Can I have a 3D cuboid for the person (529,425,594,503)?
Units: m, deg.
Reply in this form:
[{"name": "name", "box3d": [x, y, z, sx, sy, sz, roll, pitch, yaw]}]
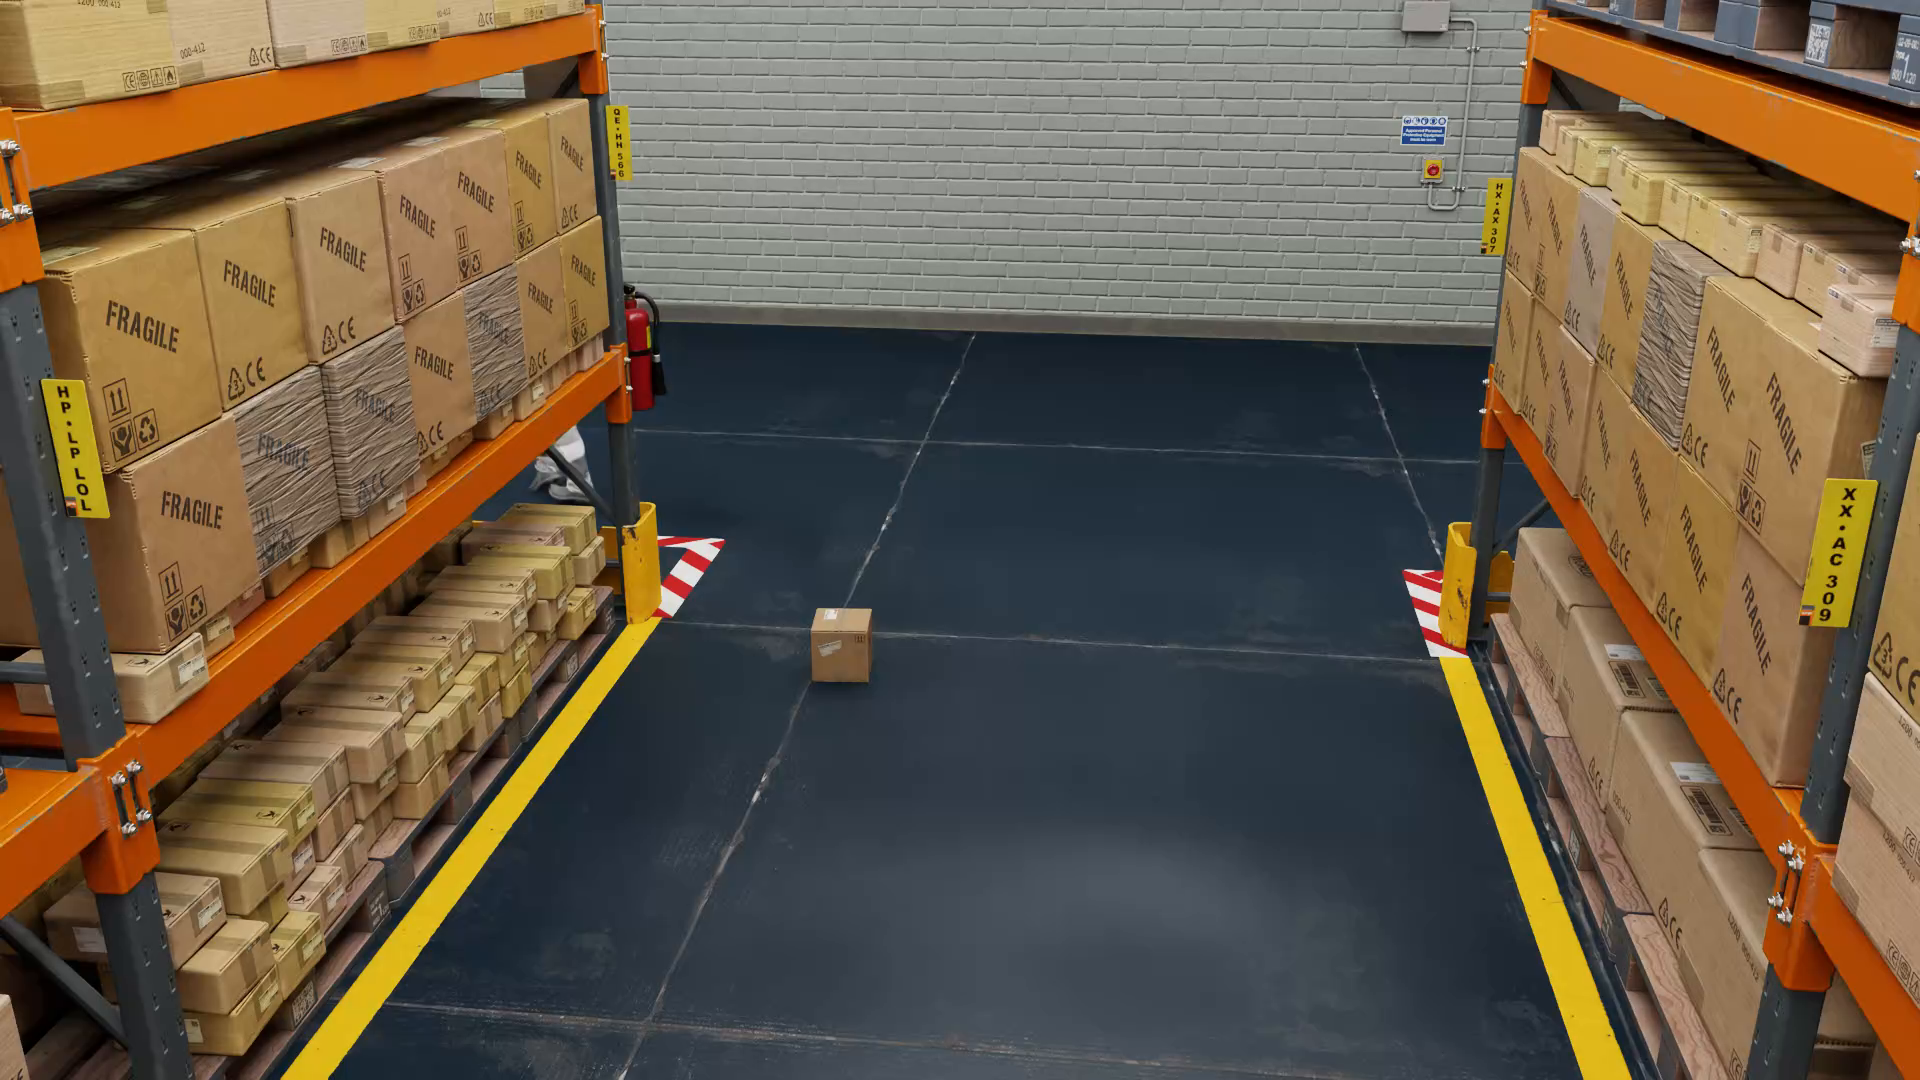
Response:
[{"name": "person", "box3d": [-2.340, -1.063, 9.346, 0.580, 1.841, 0.596, 9, 23, 22]}]
